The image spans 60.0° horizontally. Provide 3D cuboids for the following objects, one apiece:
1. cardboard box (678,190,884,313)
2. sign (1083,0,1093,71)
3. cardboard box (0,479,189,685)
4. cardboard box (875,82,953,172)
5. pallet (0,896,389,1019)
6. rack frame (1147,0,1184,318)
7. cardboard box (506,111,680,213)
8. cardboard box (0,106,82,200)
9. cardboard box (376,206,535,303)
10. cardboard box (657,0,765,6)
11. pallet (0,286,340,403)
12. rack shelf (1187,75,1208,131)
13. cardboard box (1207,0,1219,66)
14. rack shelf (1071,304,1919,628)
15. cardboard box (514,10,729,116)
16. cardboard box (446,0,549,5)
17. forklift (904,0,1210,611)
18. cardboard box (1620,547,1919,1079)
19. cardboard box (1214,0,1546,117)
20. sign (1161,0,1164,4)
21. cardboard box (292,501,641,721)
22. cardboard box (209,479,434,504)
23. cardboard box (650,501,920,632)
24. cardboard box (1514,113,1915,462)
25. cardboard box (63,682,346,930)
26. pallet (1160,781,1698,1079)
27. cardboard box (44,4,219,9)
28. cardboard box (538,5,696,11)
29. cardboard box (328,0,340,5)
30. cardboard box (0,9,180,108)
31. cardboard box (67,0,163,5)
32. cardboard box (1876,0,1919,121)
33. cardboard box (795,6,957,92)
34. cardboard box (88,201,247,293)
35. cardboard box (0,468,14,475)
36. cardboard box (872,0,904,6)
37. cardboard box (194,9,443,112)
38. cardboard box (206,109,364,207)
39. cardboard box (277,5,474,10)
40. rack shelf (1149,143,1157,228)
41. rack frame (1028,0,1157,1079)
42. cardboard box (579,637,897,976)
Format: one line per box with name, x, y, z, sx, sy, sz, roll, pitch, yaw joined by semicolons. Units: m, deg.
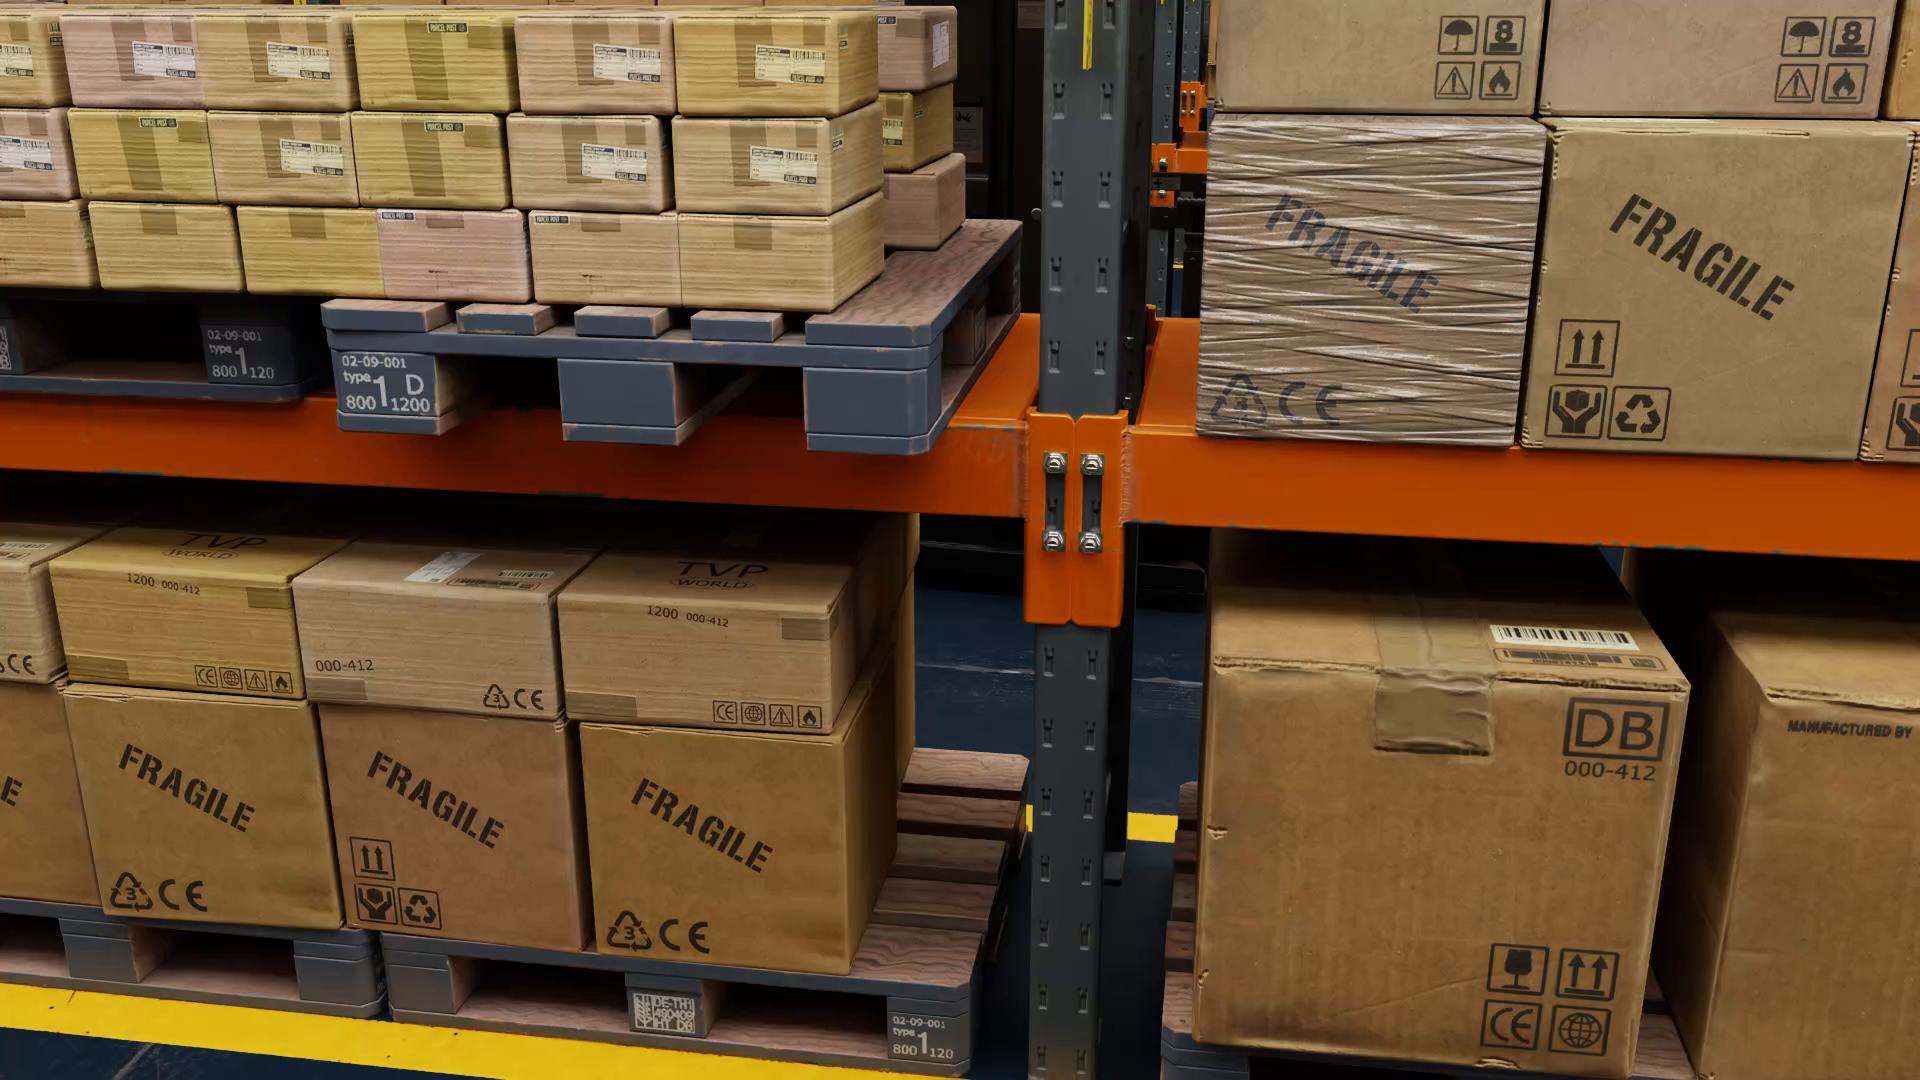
cardboard box;-0.289;-0.491;2.778;0.250;0.149;0.380;3;19;10
sign;0.194;-0.871;2.480;0.005;0.325;0.100;3;19;9
cardboard box;-1.962;0.072;3.456;0.500;0.250;0.500;4;19;11
cardboard box;-0.174;-0.839;3.347;0.250;0.149;0.380;4;19;11
pallet;-1.702;0.690;3.908;1.213;0.211;1.003;3;19;9
rack frame;0.956;-2.086;7.811;0.127;3.000;1.000;3;19;9
cardboard box;-0.553;-0.647;2.773;0.250;0.149;0.380;4;19;11
cardboard box;-1.563;-0.698;2.927;0.250;0.149;0.380;3;19;10
cardboard box;-0.788;-0.517;2.855;0.250;0.149;0.380;3;19;10
cardboard box;-1.091;-2.630;7.702;0.500;0.500;0.500;3;19;8
pallet;-1.690;-0.526;3.451;1.213;0.211;1.003;3;19;9
rack shelf;3.714;-3.200;12.272;4.000;0.370;1.077;3;19;9
cardboard box;1.364;-2.379;7.397;0.500;0.500;0.500;2;19;7
rack shelf;2.245;-0.089;2.974;4.000;0.370;1.077;3;19;9
cardboard box;-0.533;-0.787;2.724;0.250;0.149;0.380;3;19;8
cardboard box;-2.098;-2.680;7.852;0.500;0.500;0.500;3;19;8
forklift;0.606;-1.340;5.688;3.031;2.935;1.130;5;19;14
cardboard box;1.721;0.439;3.147;0.750;0.750;1.050;3;19;9
cardboard box;0.712;-1.026;2.909;0.500;0.500;0.700;3;19;8
sign;0.871;-2.461;7.107;0.005;0.325;0.100;3;19;9
cardboard box;-0.946;0.126;3.295;0.500;0.250;0.500;3;19;9
cardboard box;-1.359;-0.065;3.865;0.500;0.250;0.500;3;19;9
cardboard box;-0.372;-0.010;3.702;0.500;0.250;0.500;2;19;6
cardboard box;1.174;-0.446;2.751;0.500;0.500;0.500;3;19;8
cardboard box;-1.457;0.456;3.491;0.500;0.500;0.500;2;19;6
pallet;1.037;0.855;3.414;1.213;0.211;1.003;3;19;9
cardboard box;-1.698;-1.056;3.528;0.250;0.149;0.380;3;19;8
cardboard box;-0.662;-1.003;3.369;0.250;0.149;0.380;3;19;8
cardboard box;-3.425;-2.909;8.536;0.500;0.500;0.500;3;19;9
cardboard box;-1.562;-0.839;2.881;0.250;0.149;0.380;4;19;11
cardboard box;-4.003;-2.774;8.134;0.500;0.500;0.500;3;19;8
cardboard box;1.719;-0.976;2.759;0.500;0.500;0.700;3;19;8
cardboard box;-0.159;-0.977;3.291;0.250;0.149;0.380;3;19;9
cardboard box;-1.300;-0.544;2.935;0.250;0.149;0.380;2;19;6
cardboard box;-2.398;-0.113;4.008;0.500;0.250;0.500;4;19;11
cardboard box;-0.104;-2.575;7.539;0.500;0.500;0.500;3;19;10
cardboard box;-1.056;-0.812;2.800;0.250;0.149;0.380;3;19;10
cardboard box;-1.060;-0.672;2.849;0.250;0.149;0.380;3;19;9
cardboard box;-1.191;-1.029;3.449;0.250;0.149;0.380;4;19;11
rack shelf;-1.019;-1.846;8.226;4.000;0.370;1.077;3;19;9
rack frame;0.271;-0.530;3.161;0.127;3.000;1.000;3;19;9
cardboard box;-0.420;0.505;3.345;0.500;0.500;0.500;3;19;8
